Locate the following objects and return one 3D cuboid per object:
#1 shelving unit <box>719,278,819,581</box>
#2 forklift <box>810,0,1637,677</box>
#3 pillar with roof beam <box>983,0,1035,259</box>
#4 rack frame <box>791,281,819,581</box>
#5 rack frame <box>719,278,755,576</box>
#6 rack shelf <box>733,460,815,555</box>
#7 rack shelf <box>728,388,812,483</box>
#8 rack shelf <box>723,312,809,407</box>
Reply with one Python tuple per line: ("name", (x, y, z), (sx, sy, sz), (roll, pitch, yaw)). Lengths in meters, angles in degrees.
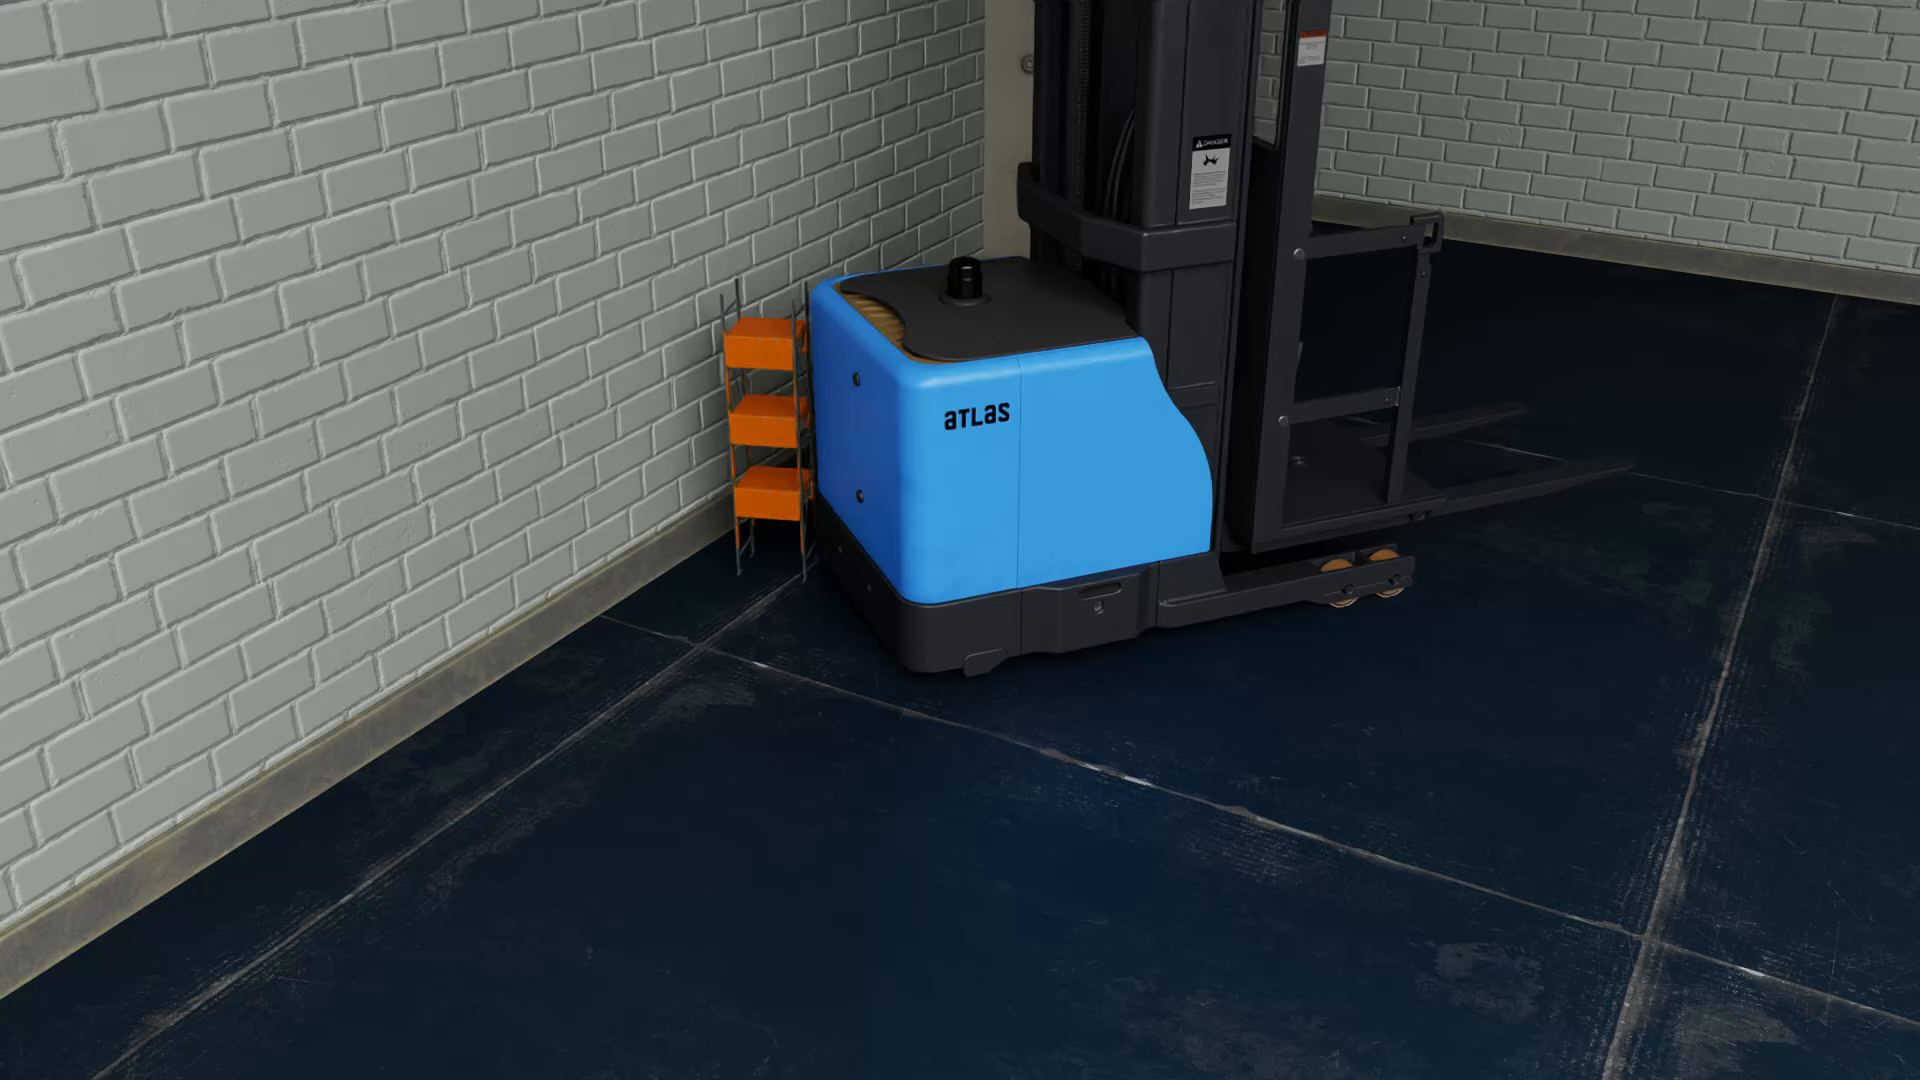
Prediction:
("shelving unit", (-0.660, -0.376, 5.828), (0.252, 1.050, 0.215), (4, 27, 8))
("forklift", (1.050, -1.283, 5.540), (3.031, 2.935, 1.130), (-10, 28, -20))
("pillar with roof beam", (4.081, -3.961, 4.110), (9.100, 9.000, 0.400), (14, 30, 26))
("rack frame", (-0.539, -0.367, 5.810), (0.008, 1.050, 0.200), (4, 27, 8))
("rack frame", (-0.780, -0.385, 5.845), (0.008, 1.050, 0.200), (4, 27, 8))
("rack shelf", (-0.660, -0.118, 5.956), (0.240, 0.259, 0.215), (4, 27, 8))
("rack shelf", (-0.660, -0.367, 5.832), (0.240, 0.259, 0.215), (4, 27, 8))
("rack shelf", (-0.660, -0.621, 5.707), (0.240, 0.259, 0.215), (4, 27, 8))
